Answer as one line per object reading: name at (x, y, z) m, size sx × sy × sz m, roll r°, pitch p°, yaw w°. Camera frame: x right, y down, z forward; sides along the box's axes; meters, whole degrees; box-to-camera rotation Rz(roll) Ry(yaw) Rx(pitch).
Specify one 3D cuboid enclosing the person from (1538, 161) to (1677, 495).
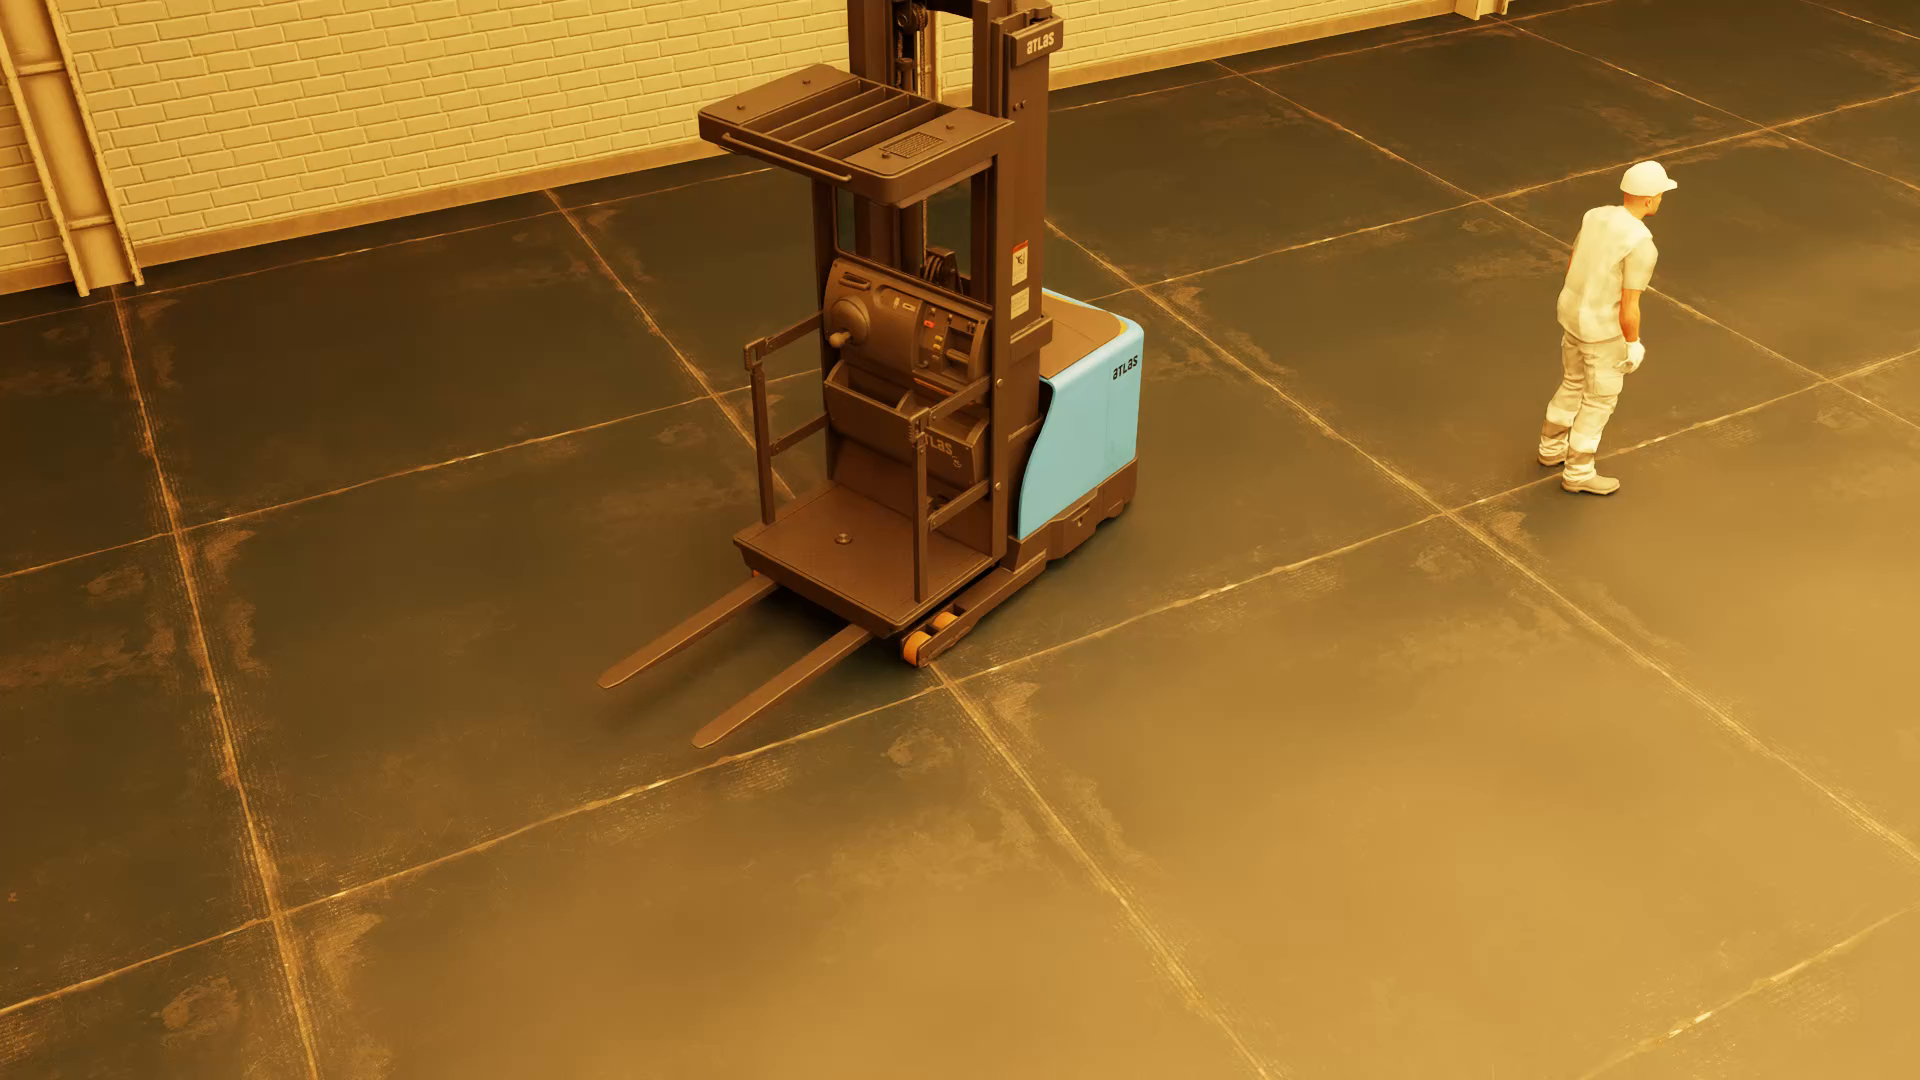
person at (3.363, -1.120, 8.708) m, size 0.447 × 1.780 × 0.619 m, roll -7°, pitch 36°, yaw -10°

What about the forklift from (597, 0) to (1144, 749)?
forklift at (-0.390, -0.927, 7.434) m, size 1.130 × 2.935 × 3.031 m, roll 26°, pitch 43°, yaw 31°
